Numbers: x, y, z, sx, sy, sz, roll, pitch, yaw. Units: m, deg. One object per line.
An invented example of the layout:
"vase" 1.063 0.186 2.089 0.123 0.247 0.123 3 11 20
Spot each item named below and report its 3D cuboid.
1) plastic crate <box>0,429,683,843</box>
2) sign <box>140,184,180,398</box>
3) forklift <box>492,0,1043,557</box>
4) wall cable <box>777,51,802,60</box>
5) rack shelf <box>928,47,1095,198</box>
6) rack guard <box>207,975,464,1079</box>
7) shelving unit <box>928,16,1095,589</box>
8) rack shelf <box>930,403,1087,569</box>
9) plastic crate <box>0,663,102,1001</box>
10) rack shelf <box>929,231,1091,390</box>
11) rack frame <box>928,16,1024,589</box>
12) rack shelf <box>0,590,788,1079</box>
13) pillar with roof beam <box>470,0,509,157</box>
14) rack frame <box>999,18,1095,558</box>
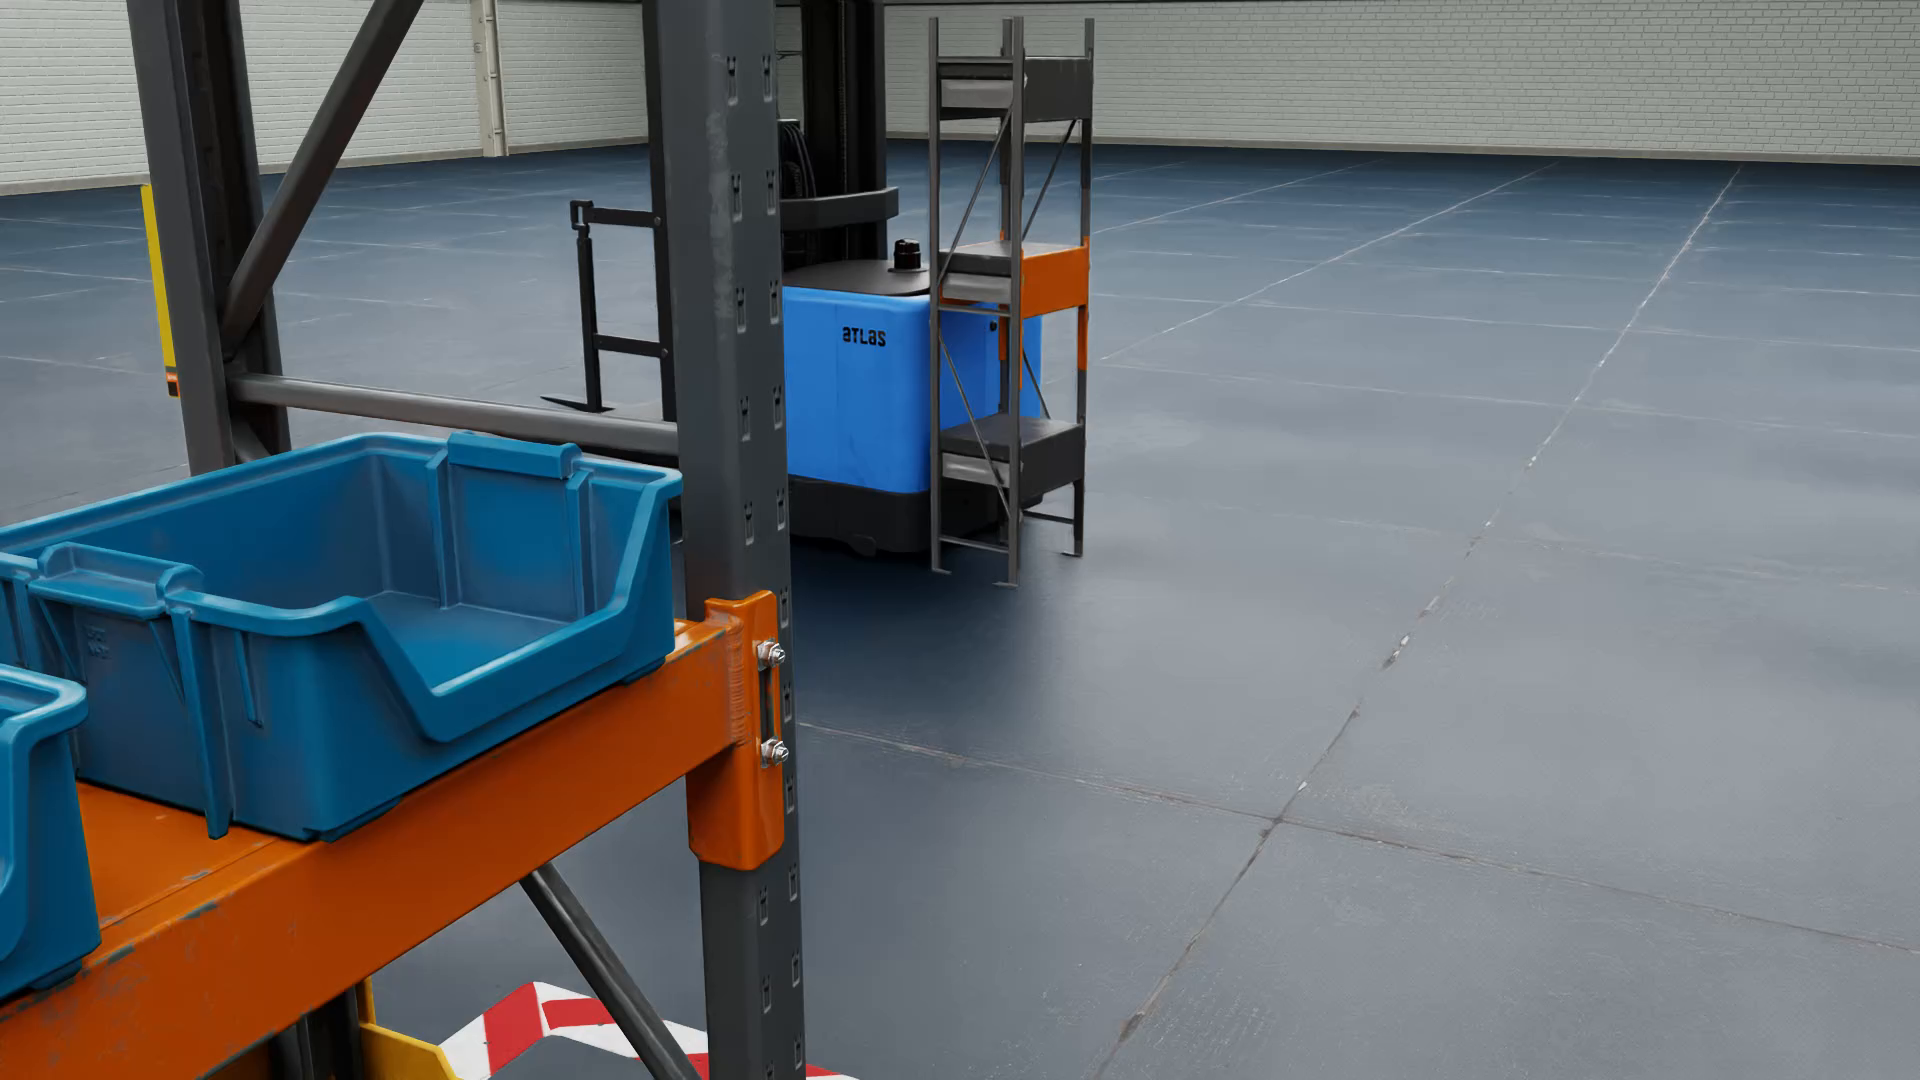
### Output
"plastic crate" -0.654 0.067 1.792 0.499 0.251 0.616 8 18 25
"sign" -1.188 -0.374 2.528 0.100 0.325 0.005 8 18 25
"forklift" -1.135 -1.641 7.401 3.031 2.935 1.130 11 20 33
"wall cable" -3.649 -12.240 37.882 3.097 2.526 0.112 8 18 25
"rack shelf" 0.193 -1.566 6.199 0.431 0.518 0.480 11 20 33
"rack guard" -0.689 1.054 2.598 1.175 0.500 0.348 8 18 25
"shelving unit" 0.193 -0.908 6.394 0.431 2.100 0.503 11 20 33
"rack shelf" 0.193 -0.224 6.598 0.431 0.518 0.480 11 20 33
"plastic crate" -0.949 0.232 1.237 0.499 0.251 0.408 8 18 25
"rack shelf" 0.193 -0.895 6.398 0.431 0.518 0.480 11 20 33
"rack frame" 0.054 -0.851 6.202 0.400 2.100 0.015 11 20 33
"rack shelf" -1.591 0.684 0.715 1.077 0.370 4.000 8 18 25
"pillar with roof beam" -4.978 -11.070 28.490 9.100 9.000 0.400 8 18 25
"rack frame" 0.332 -0.965 6.587 0.400 2.100 0.015 11 20 33
